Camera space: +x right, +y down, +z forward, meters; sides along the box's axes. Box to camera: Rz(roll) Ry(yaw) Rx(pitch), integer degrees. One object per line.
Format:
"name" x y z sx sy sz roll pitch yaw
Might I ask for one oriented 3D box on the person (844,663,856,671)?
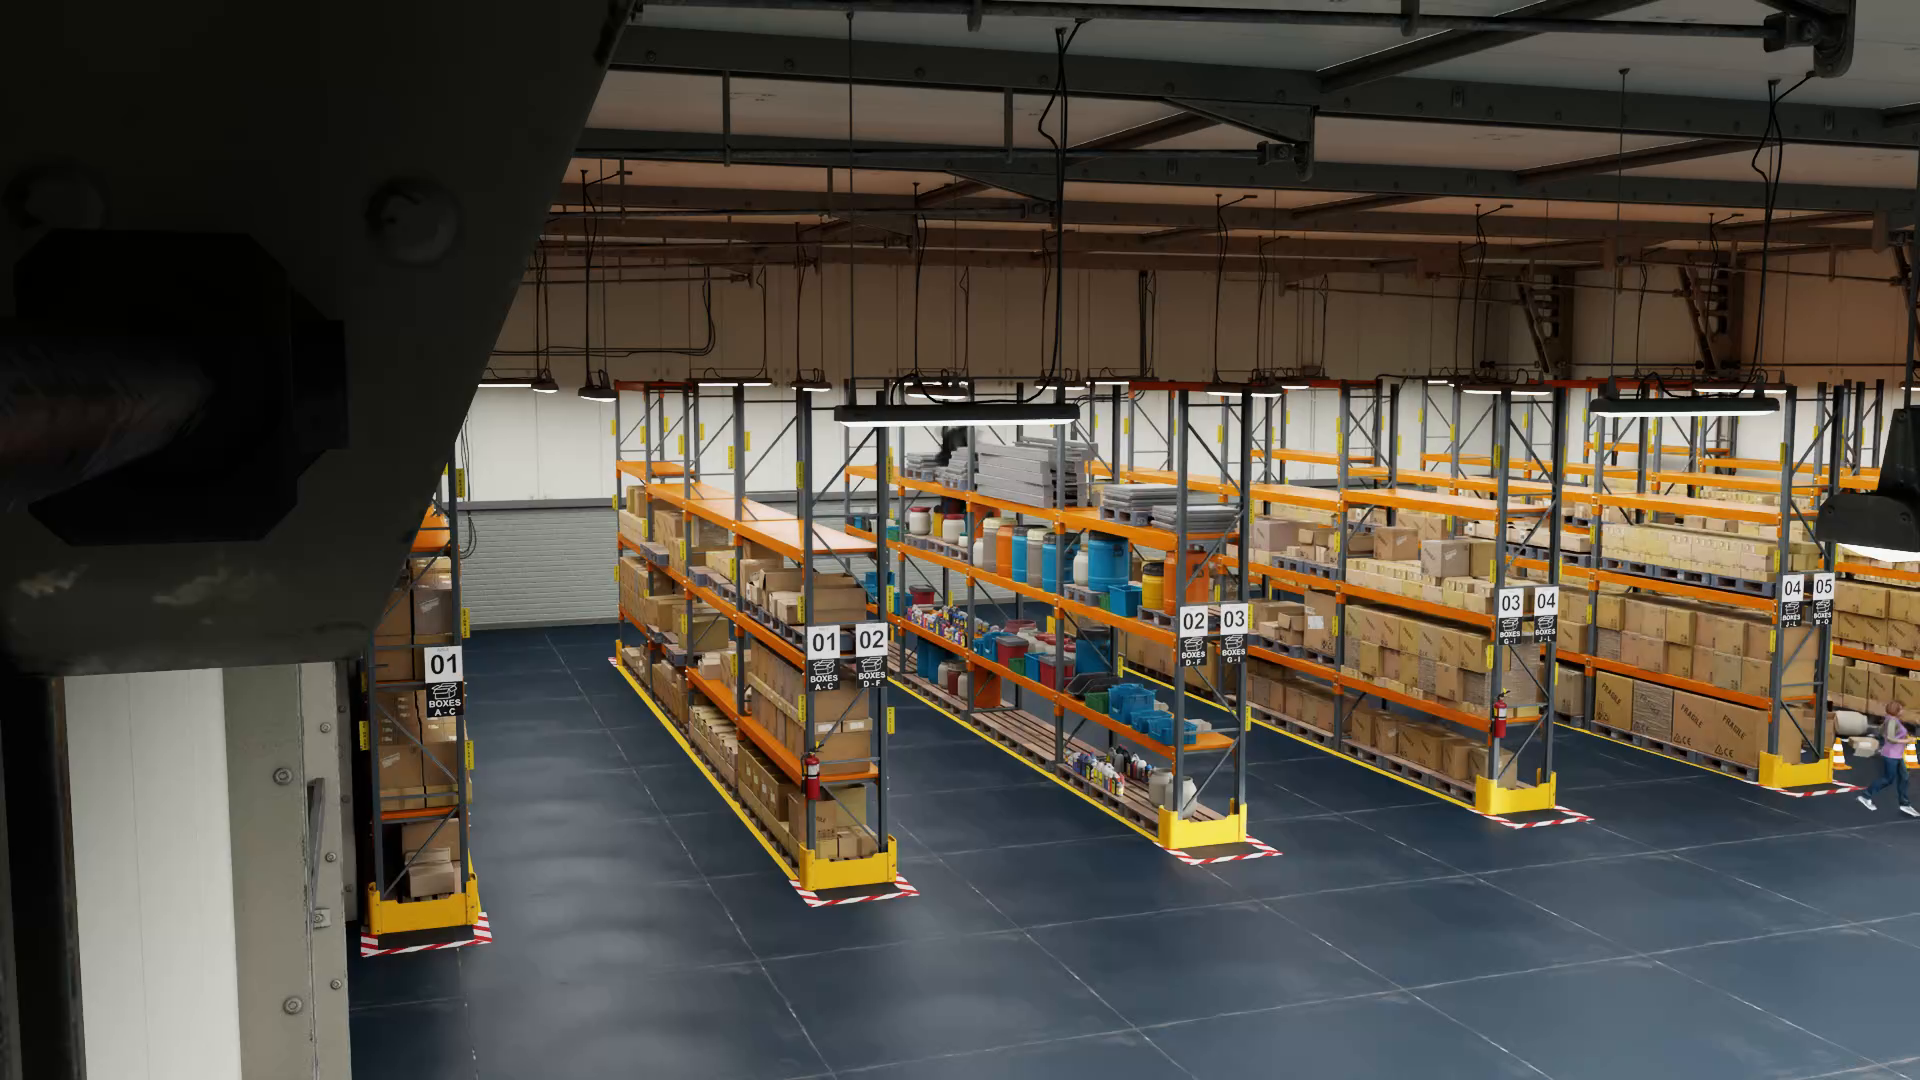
"person" -1.998 2.111 29.464 0.572 1.638 0.544 -2 6 -21

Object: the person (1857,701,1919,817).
"person" 13.074 3.060 23.338 0.773 1.621 0.542 4 7 35

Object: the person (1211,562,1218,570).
"person" 6.230 1.269 40.643 0.709 1.587 0.571 -6 8 -43

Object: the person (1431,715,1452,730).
"person" 8.452 2.485 28.759 0.599 1.644 0.646 -3 7 -24
